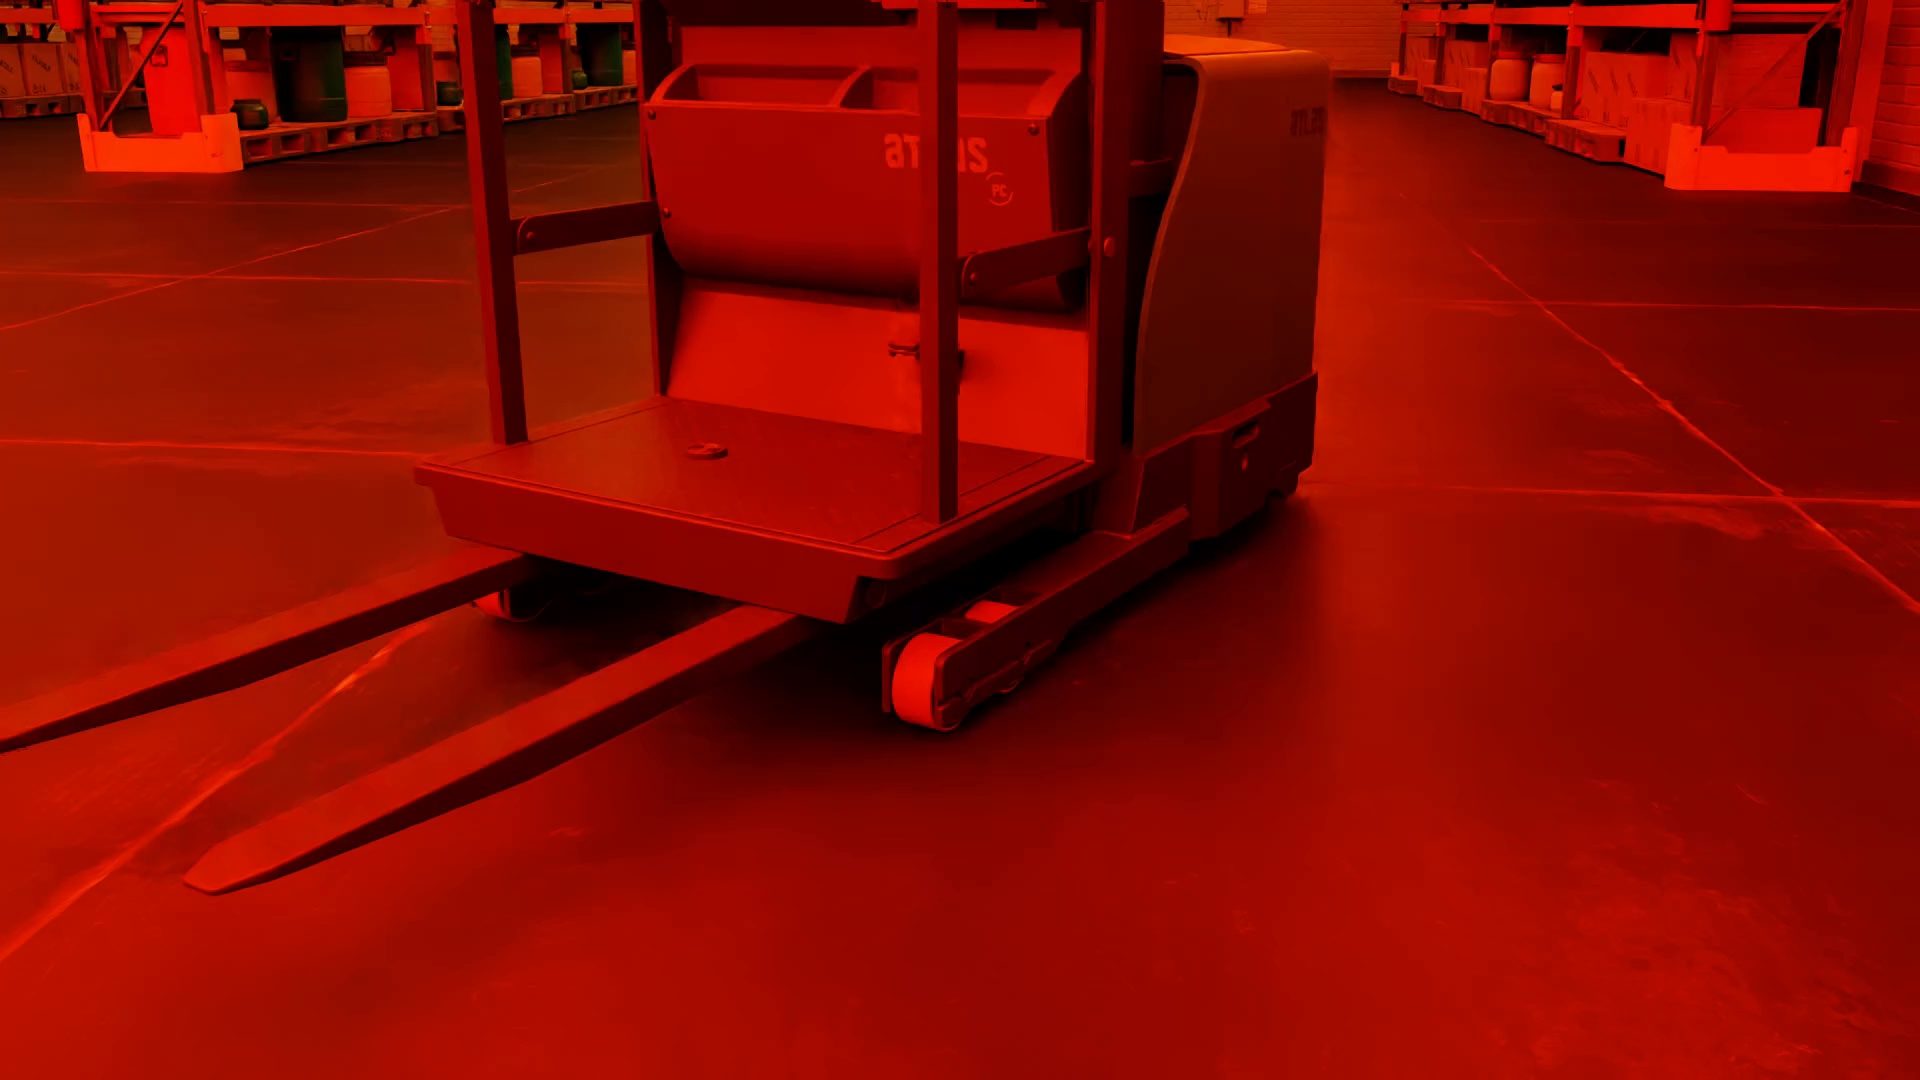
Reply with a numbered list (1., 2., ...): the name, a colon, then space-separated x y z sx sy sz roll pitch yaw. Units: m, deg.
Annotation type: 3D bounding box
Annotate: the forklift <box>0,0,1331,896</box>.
1. forklift: -0.315 -1.234 2.865 1.130 2.935 3.031 11 20 30
